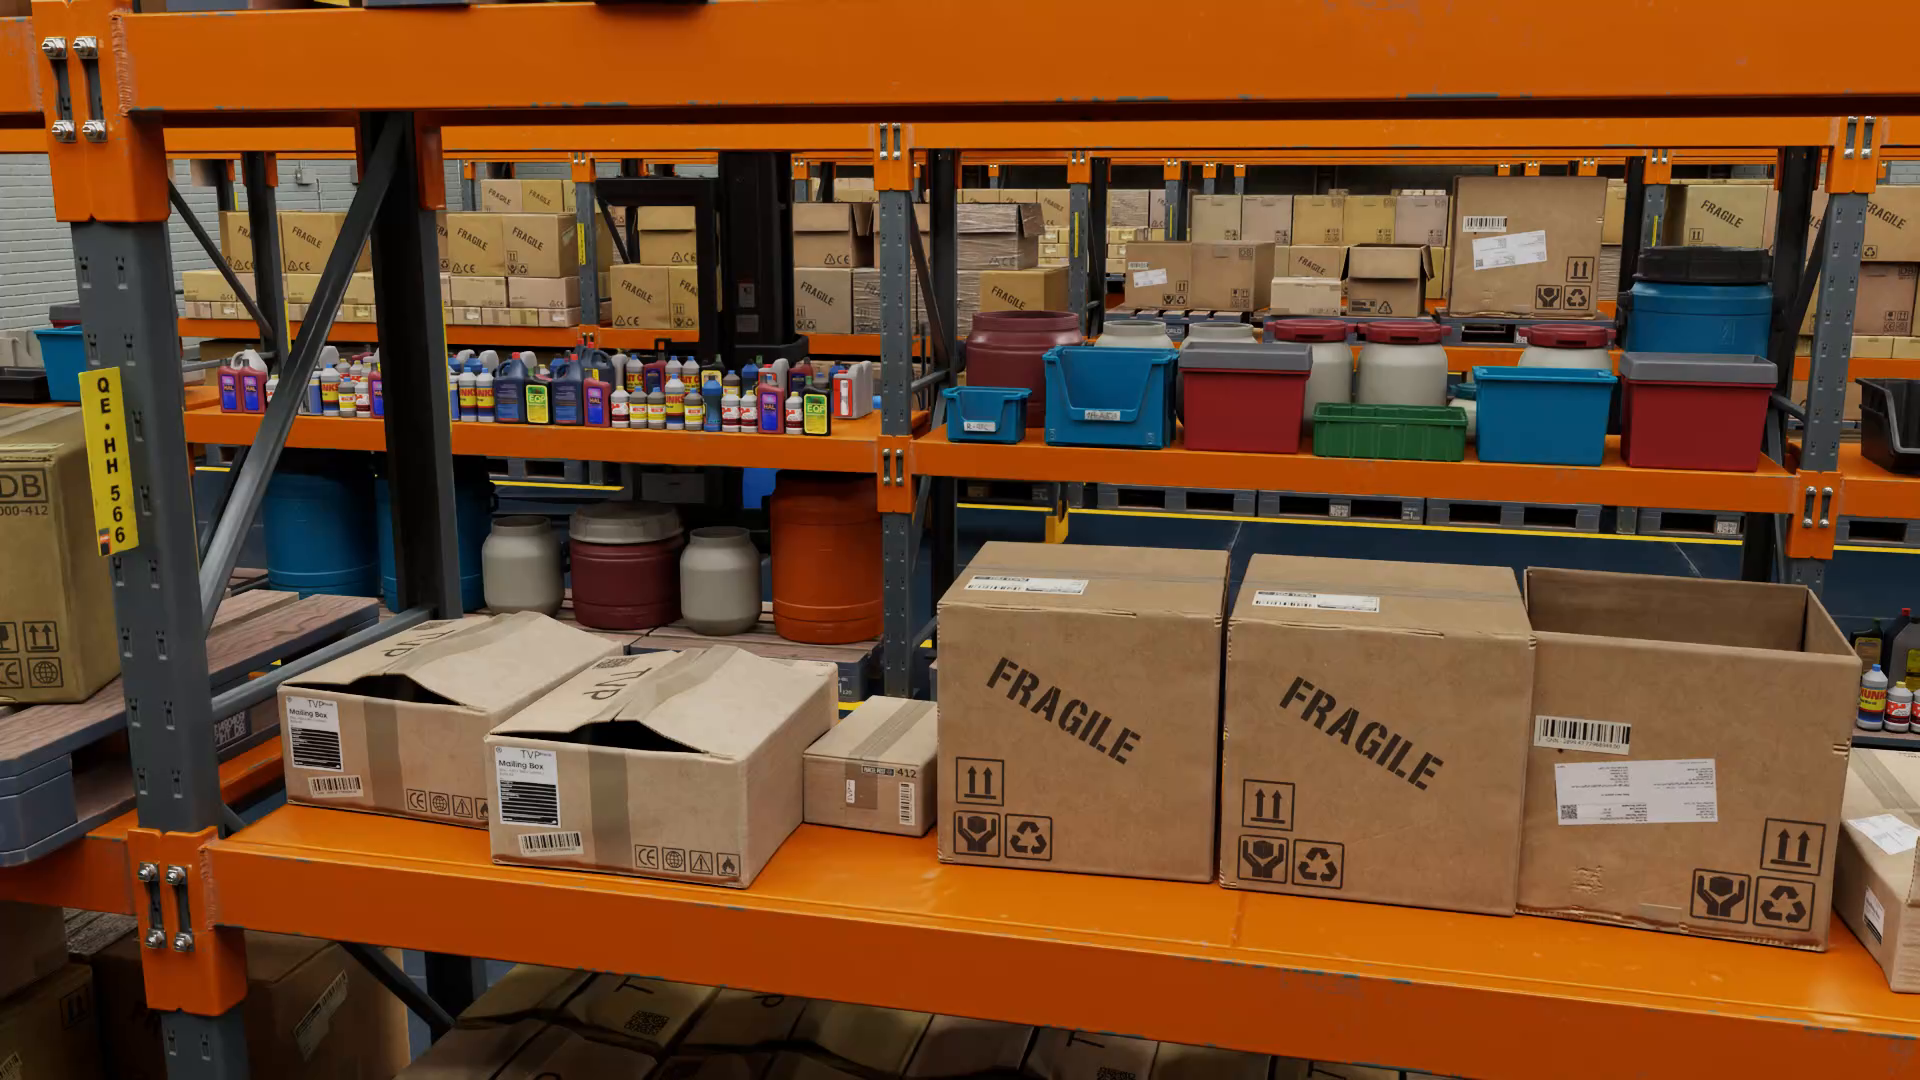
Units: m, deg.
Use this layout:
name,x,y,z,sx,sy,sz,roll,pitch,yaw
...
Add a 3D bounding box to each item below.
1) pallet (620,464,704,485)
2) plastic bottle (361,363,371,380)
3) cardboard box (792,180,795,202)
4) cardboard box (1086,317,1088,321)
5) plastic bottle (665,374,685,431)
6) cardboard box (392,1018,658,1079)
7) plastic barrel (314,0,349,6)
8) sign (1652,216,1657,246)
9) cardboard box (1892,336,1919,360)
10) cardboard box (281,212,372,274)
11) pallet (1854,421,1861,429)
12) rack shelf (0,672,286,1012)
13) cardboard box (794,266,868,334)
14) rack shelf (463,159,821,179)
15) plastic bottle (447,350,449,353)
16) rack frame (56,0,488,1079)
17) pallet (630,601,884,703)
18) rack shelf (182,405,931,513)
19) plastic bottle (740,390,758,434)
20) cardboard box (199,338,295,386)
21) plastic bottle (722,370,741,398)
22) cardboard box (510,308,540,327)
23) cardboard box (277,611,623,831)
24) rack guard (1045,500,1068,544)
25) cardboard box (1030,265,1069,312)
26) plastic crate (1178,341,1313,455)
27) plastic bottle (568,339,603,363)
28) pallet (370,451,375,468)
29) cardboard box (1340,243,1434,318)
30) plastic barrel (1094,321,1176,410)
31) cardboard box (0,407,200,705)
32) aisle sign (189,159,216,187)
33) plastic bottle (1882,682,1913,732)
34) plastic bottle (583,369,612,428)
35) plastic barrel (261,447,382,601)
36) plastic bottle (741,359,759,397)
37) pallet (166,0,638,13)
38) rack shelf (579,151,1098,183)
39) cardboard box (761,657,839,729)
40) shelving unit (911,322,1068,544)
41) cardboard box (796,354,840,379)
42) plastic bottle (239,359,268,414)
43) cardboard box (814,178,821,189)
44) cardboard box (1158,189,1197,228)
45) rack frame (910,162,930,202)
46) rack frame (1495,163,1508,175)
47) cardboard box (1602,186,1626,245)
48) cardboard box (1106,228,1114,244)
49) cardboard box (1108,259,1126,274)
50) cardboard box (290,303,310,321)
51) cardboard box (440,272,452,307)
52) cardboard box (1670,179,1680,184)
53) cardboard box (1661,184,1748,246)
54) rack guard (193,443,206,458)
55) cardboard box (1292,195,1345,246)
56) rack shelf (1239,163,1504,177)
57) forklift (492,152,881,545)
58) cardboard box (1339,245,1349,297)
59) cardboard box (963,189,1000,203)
name,x,y,z,sx,sy,sz,roll,pitch,yaw
pallet,-2.122,-0.632,14.095,1.213,0.211,1.003,3,13,14
plastic bottle,-3.273,-0.880,9.236,0.097,0.201,0.097,0,13,0
cardboard box,-2.124,-3.705,18.282,0.500,0.500,0.500,3,13,12
cardboard box,1.177,-2.312,18.298,0.500,0.250,0.500,3,13,13
plastic bottle,-1.397,-0.679,8.166,0.097,0.271,0.097,0,13,0
cardboard box,-0.945,1.225,3.369,0.500,0.311,0.500,4,13,15
plastic barrel,-3.141,-2.733,8.796,0.600,0.588,0.600,0,13,0
sign,4.748,-2.051,11.379,0.005,0.325,0.100,3,13,14
cardboard box,6.474,-1.330,11.385,0.250,0.149,0.380,3,13,14
cardboard box,-5.382,-2.530,14.140,0.500,0.500,0.500,3,13,12
pallet,9.253,-1.096,16.188,1.213,0.211,1.003,3,13,14
rack shelf,-3.325,0.520,4.124,4.000,0.370,1.077,3,13,14
cardboard box,-1.026,-1.912,13.197,0.500,0.500,0.500,3,13,15
rack shelf,-3.545,-4.272,18.801,4.000,0.370,1.077,3,13,14
plastic bottle,-2.926,-0.964,9.265,0.185,0.351,0.144,3,13,14
rack frame,-1.384,0.274,3.575,0.053,2.616,0.949,3,13,14
pallet,-0.968,0.561,8.719,1.213,0.211,1.003,3,13,14
rack shelf,-2.134,-0.521,8.818,4.000,0.370,1.077,3,13,14
plastic bottle,-1.019,-0.625,8.082,0.097,0.201,0.097,0,13,0
cardboard box,-6.132,-1.377,14.949,0.875,0.875,0.875,3,13,14
plastic bottle,-1.220,-0.805,8.894,0.097,0.201,0.097,0,13,0
cardboard box,-3.514,-1.855,13.751,0.250,0.149,0.380,3,13,15
cardboard box,-1.040,0.345,3.461,0.500,0.311,0.500,4,13,17
rack guard,0.677,-0.101,11.613,0.087,0.250,0.587,2,13,11
cardboard box,0.587,-1.941,13.328,0.500,0.500,0.500,3,13,15
plastic crate,1.303,-0.652,7.597,0.583,0.464,0.402,3,13,14
plastic bottle,-2.036,-0.916,9.051,0.185,0.351,0.144,3,13,14
pallet,-4.797,-0.775,14.740,1.213,0.211,1.003,3,13,14
cardboard box,3.172,-1.928,12.292,0.637,0.503,0.797,4,13,19
plastic barrel,0.857,-0.815,8.222,0.421,0.512,0.421,0,13,0
cardboard box,-2.021,0.010,3.562,0.500,0.500,0.700,-1,13,-5
aisle sign,-6.771,-3.561,14.858,0.004,0.787,0.394,3,13,14
plastic bottle,3.994,0.704,7.078,0.097,0.201,0.097,0,13,0
plastic bottle,-1.797,-0.702,8.243,0.133,0.283,0.061,3,13,14
plastic barrel,-3.552,-0.125,9.246,0.708,0.901,0.600,3,13,14
plastic bottle,-1.105,-0.819,8.797,0.097,0.271,0.097,0,13,0
pallet,-0.703,-1.083,3.200,1.003,0.211,1.213,4,13,16
rack shelf,-0.948,-3.027,13.188,4.000,0.370,1.077,3,13,14
cardboard box,-0.444,0.384,3.657,0.250,0.149,0.380,3,13,14
shelving unit,0.189,-0.732,11.573,1.083,1.500,0.587,2,13,11
cardboard box,-1.396,-1.110,13.748,0.875,0.875,1.225,3,13,12
plastic bottle,-3.693,-0.803,8.699,0.133,0.283,0.061,3,13,14
cardboard box,-1.862,-4.971,23.175,0.250,0.149,0.380,3,13,13
cardboard box,2.948,-4.508,22.588,0.500,0.500,0.500,3,13,12
rack frame,-0.515,-4.102,23.295,0.127,3.000,1.000,3,13,14
rack frame,8.438,-4.730,26.130,0.127,3.000,1.000,3,13,14
cardboard box,6.514,-3.214,16.457,0.550,0.550,0.875,3,13,14
cardboard box,1.452,-3.163,17.303,0.250,0.149,0.380,3,13,13
cardboard box,1.691,-2.859,17.306,0.250,0.149,0.380,3,13,14
cardboard box,-5.509,-1.962,14.231,0.250,0.149,0.380,3,13,12
cardboard box,-4.380,-2.110,13.979,0.500,0.250,0.500,3,13,15
cardboard box,8.599,-4.237,20.681,0.500,0.500,0.700,3,13,12
cardboard box,5.380,-2.319,12.035,0.500,0.500,0.500,3,13,14
rack guard,-6.796,-1.006,15.114,0.348,0.500,1.175,3,13,14
cardboard box,3.704,-3.307,17.176,0.500,0.500,0.700,3,13,13
rack shelf,6.496,-5.947,26.351,4.000,0.370,1.077,3,13,14
forklift,-1.902,-1.455,11.524,3.031,2.935,1.130,0,13,2
cardboard box,4.119,-2.738,16.919,0.500,0.500,0.500,3,13,13
cardboard box,0.344,-4.535,22.708,0.500,0.500,0.500,3,13,13
